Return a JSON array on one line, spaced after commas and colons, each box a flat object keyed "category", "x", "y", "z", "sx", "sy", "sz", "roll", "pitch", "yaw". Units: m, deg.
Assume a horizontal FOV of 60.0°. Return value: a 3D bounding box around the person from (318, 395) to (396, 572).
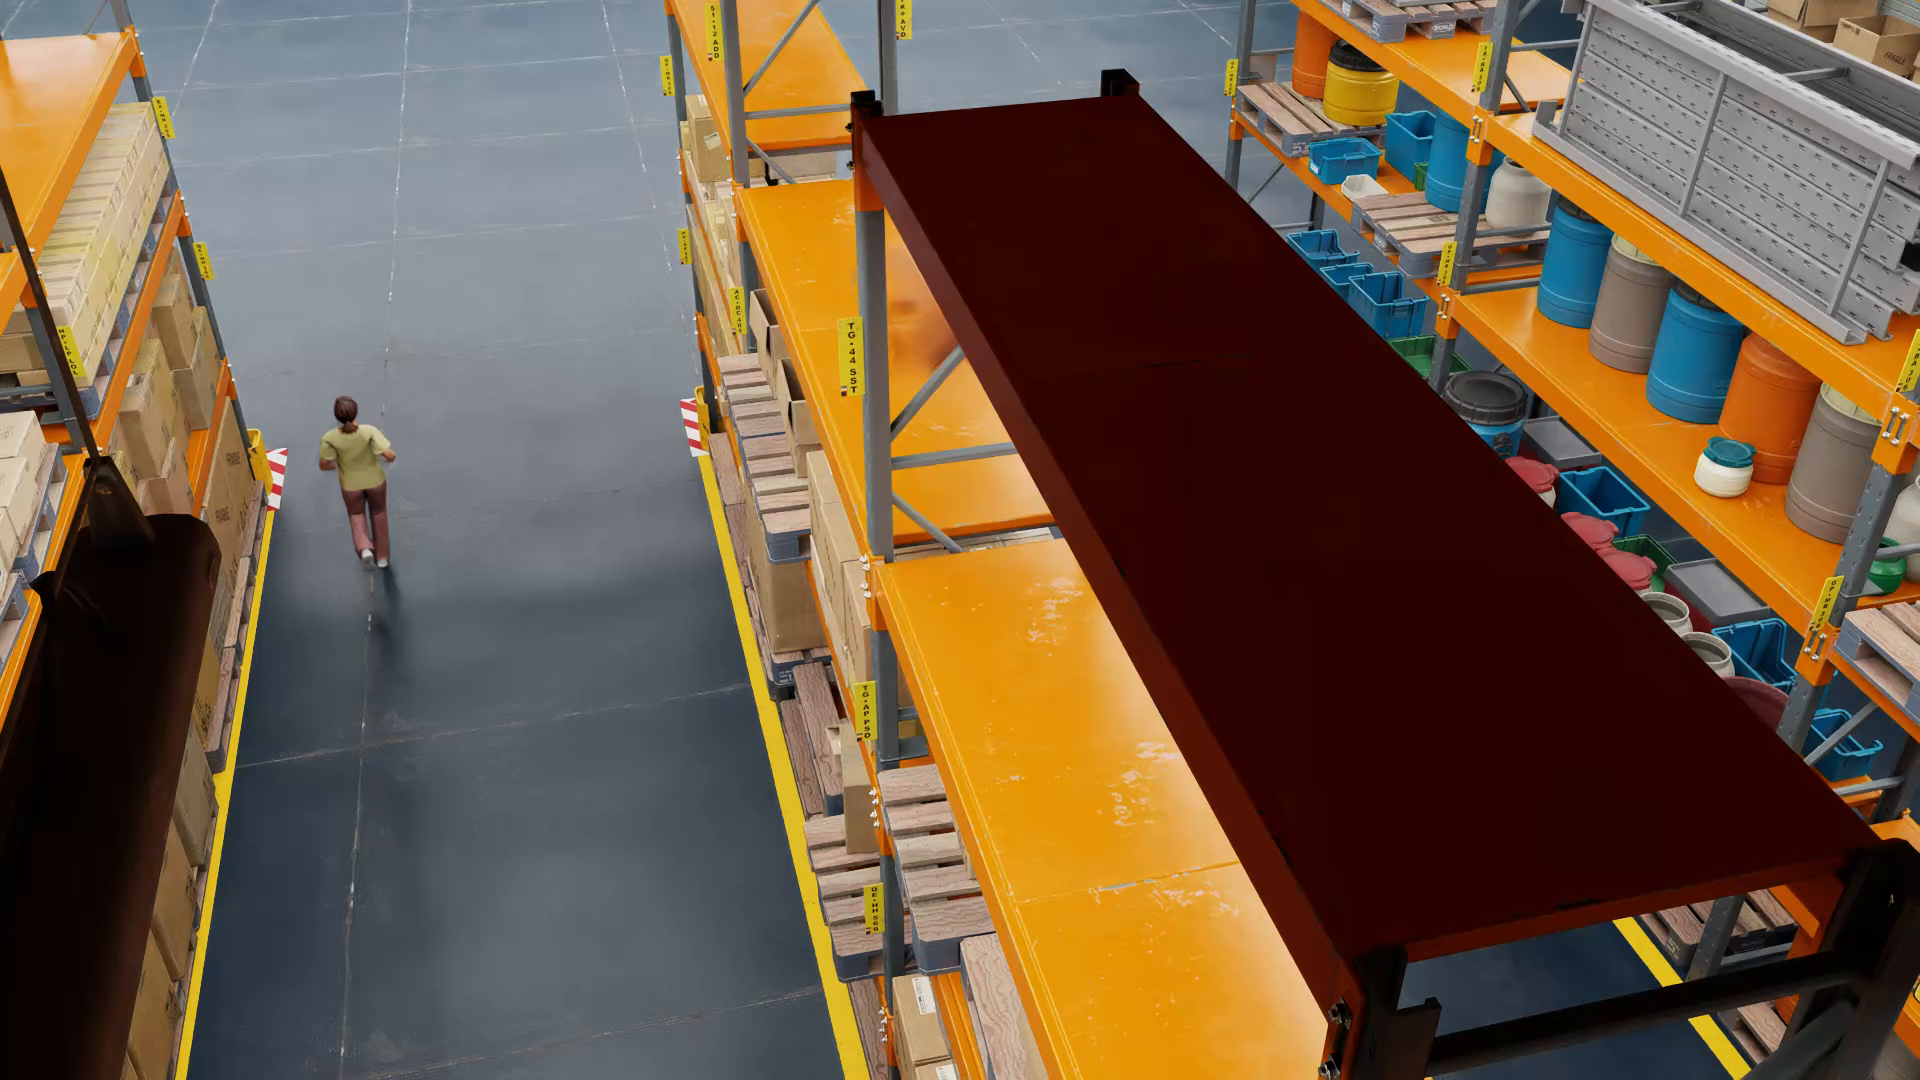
[{"category": "person", "x": -4.765, "y": -0.437, "z": 13.293, "sx": 0.580, "sy": 1.619, "sz": 0.609, "roll": -11, "pitch": 36, "yaw": -15}]
